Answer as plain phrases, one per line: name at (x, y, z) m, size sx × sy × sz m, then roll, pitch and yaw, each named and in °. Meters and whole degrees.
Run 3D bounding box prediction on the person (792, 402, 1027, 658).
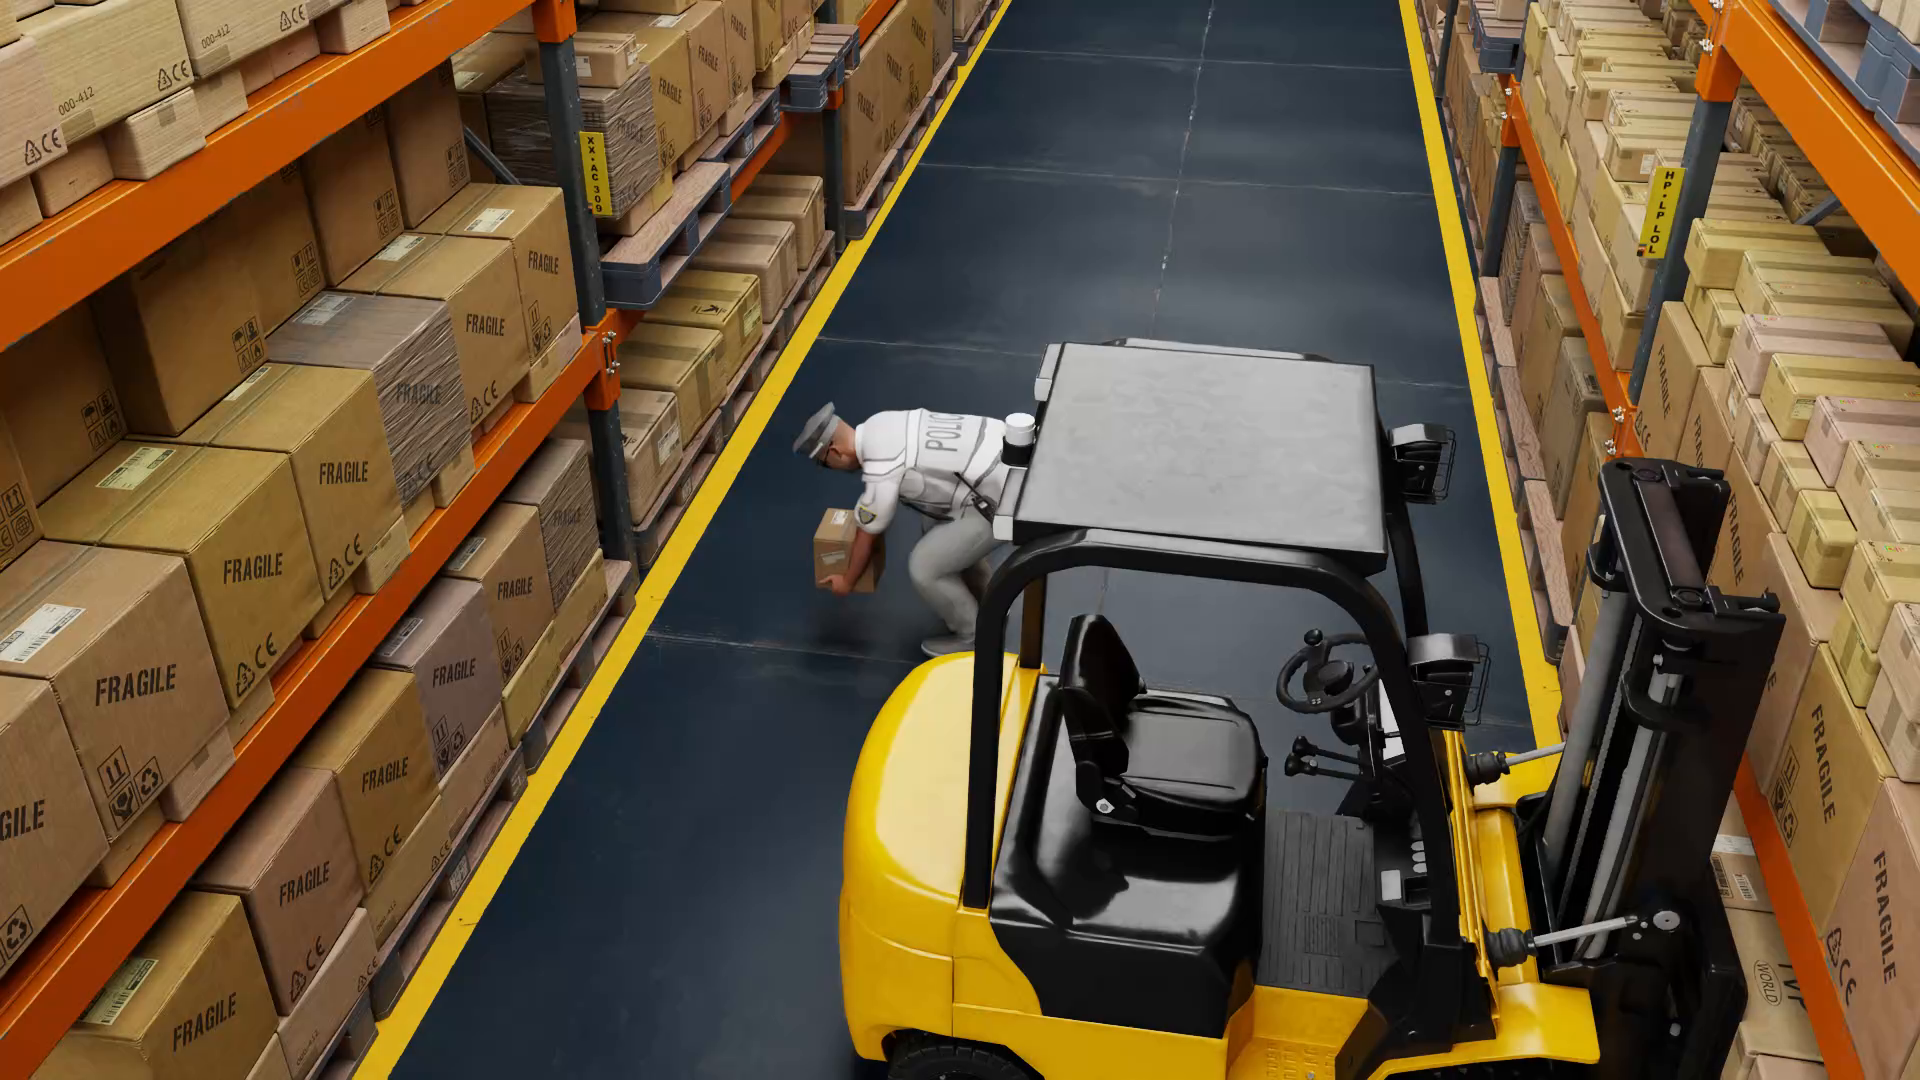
person at (-0.163, -0.060, 6.876) m, size 1.033 × 1.063 × 0.540 m, roll 4°, pitch 32°, yaw 6°
